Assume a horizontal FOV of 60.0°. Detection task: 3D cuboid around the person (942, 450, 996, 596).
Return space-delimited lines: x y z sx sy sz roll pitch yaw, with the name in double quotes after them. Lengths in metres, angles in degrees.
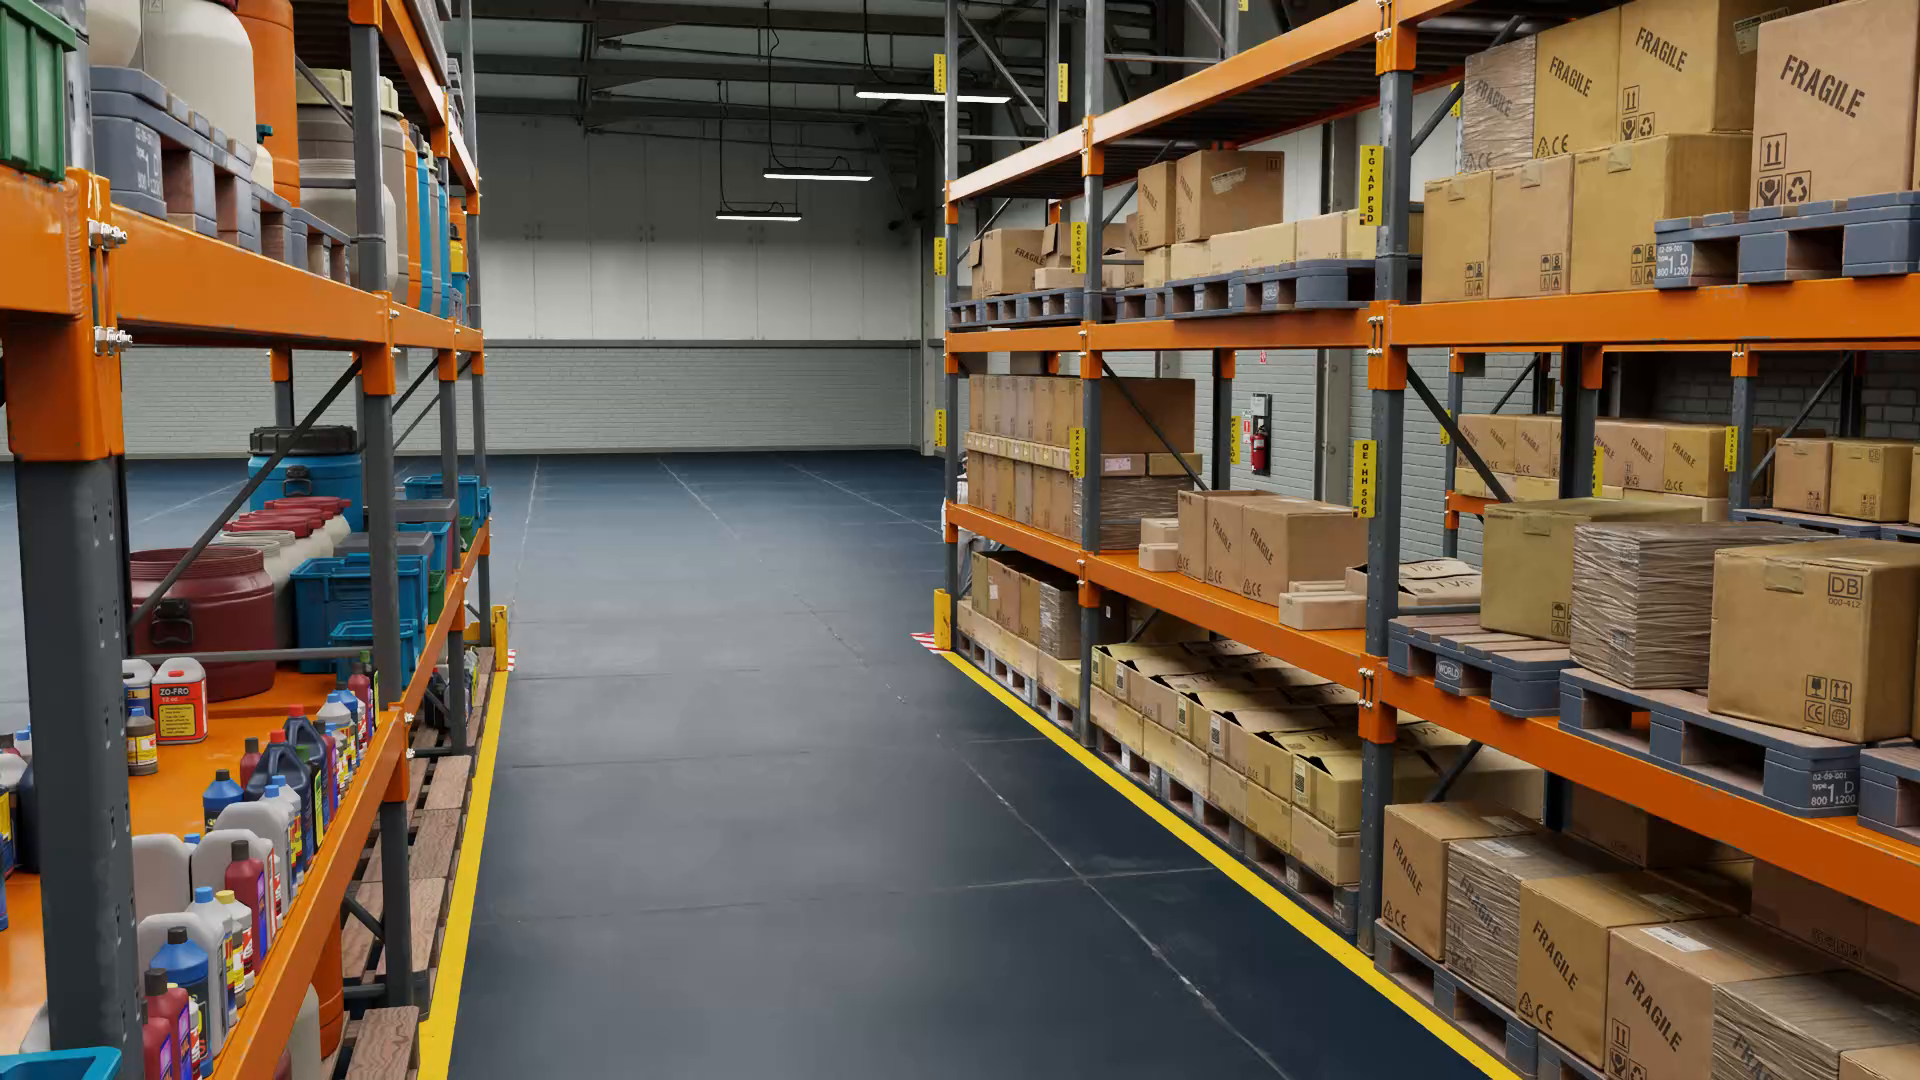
0.106 -0.057 16.464 0.588 1.696 0.531 -2 6 -14 "person"
